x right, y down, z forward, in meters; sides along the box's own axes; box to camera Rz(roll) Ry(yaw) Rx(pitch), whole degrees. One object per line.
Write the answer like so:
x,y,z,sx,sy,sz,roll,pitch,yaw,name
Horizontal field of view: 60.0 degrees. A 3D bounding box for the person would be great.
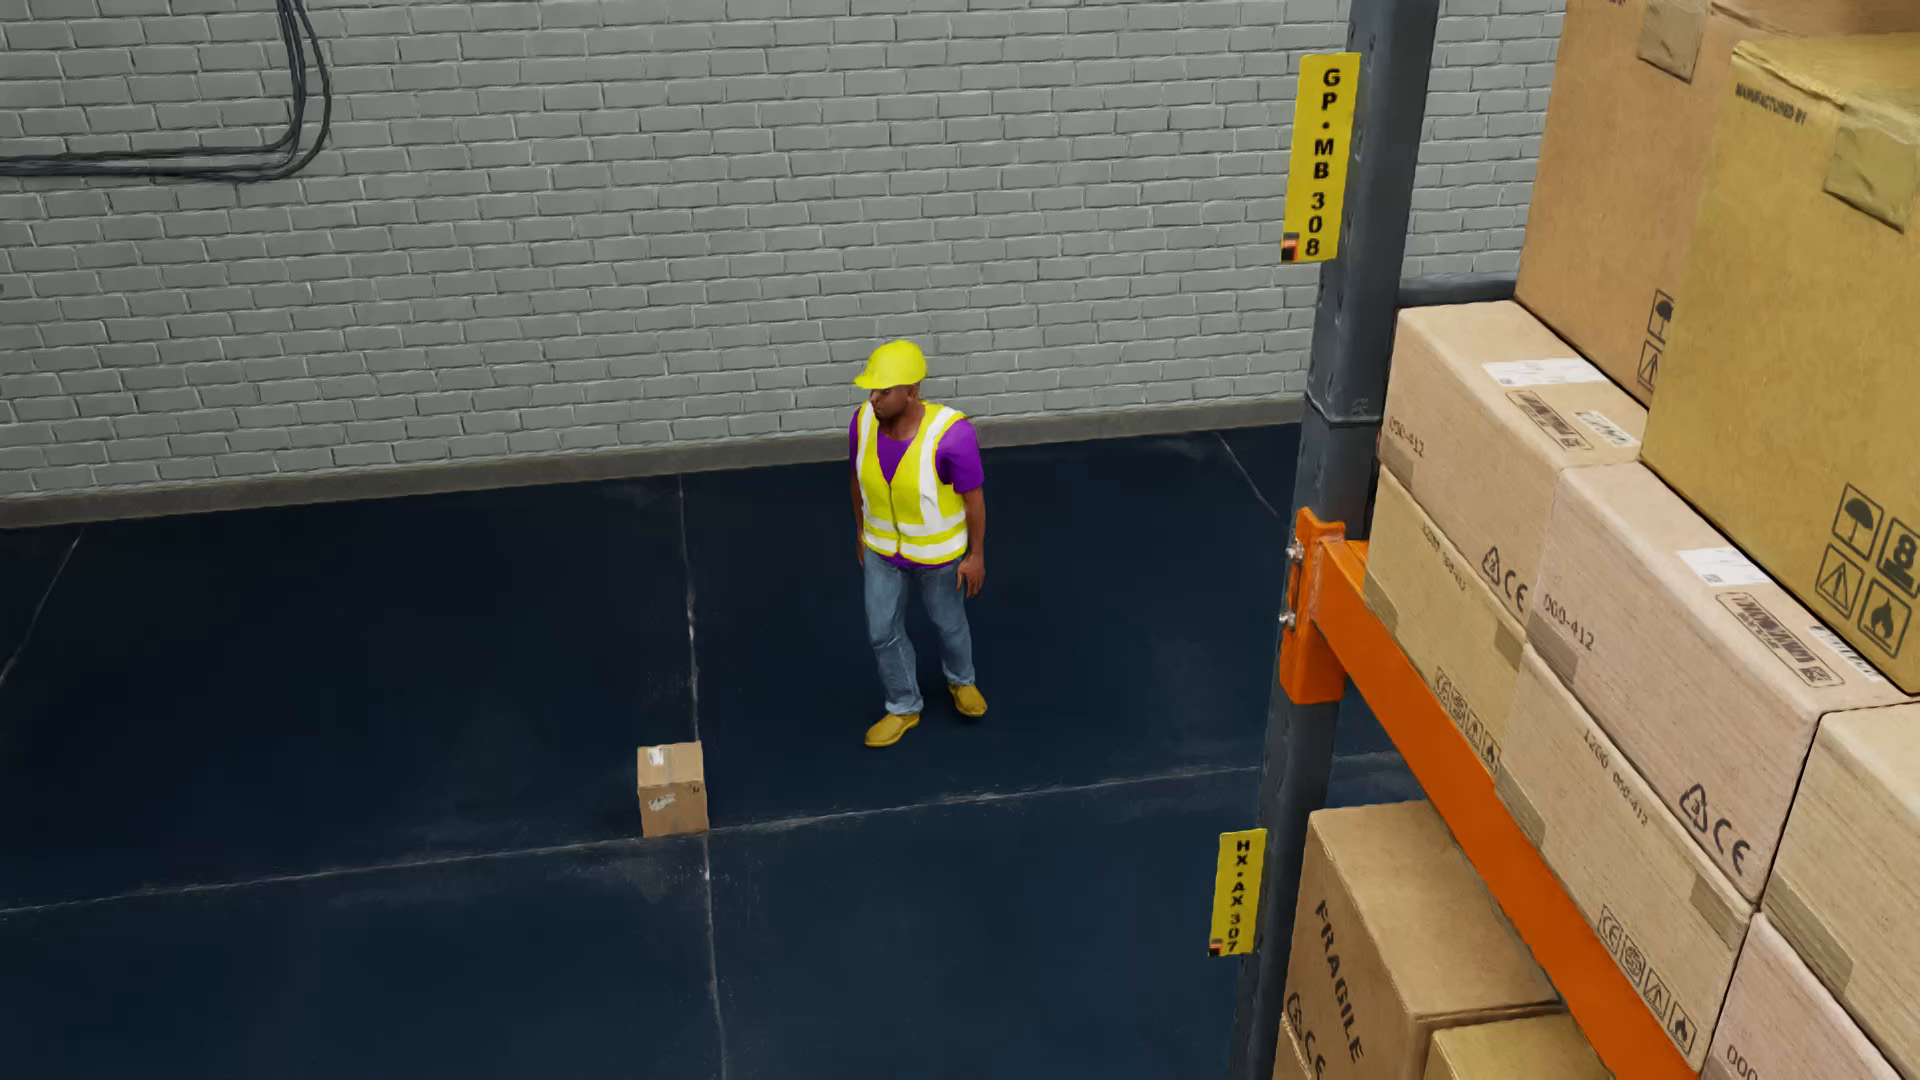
-0.164,0.002,6.612,0.600,1.755,0.580,12,33,20,person
